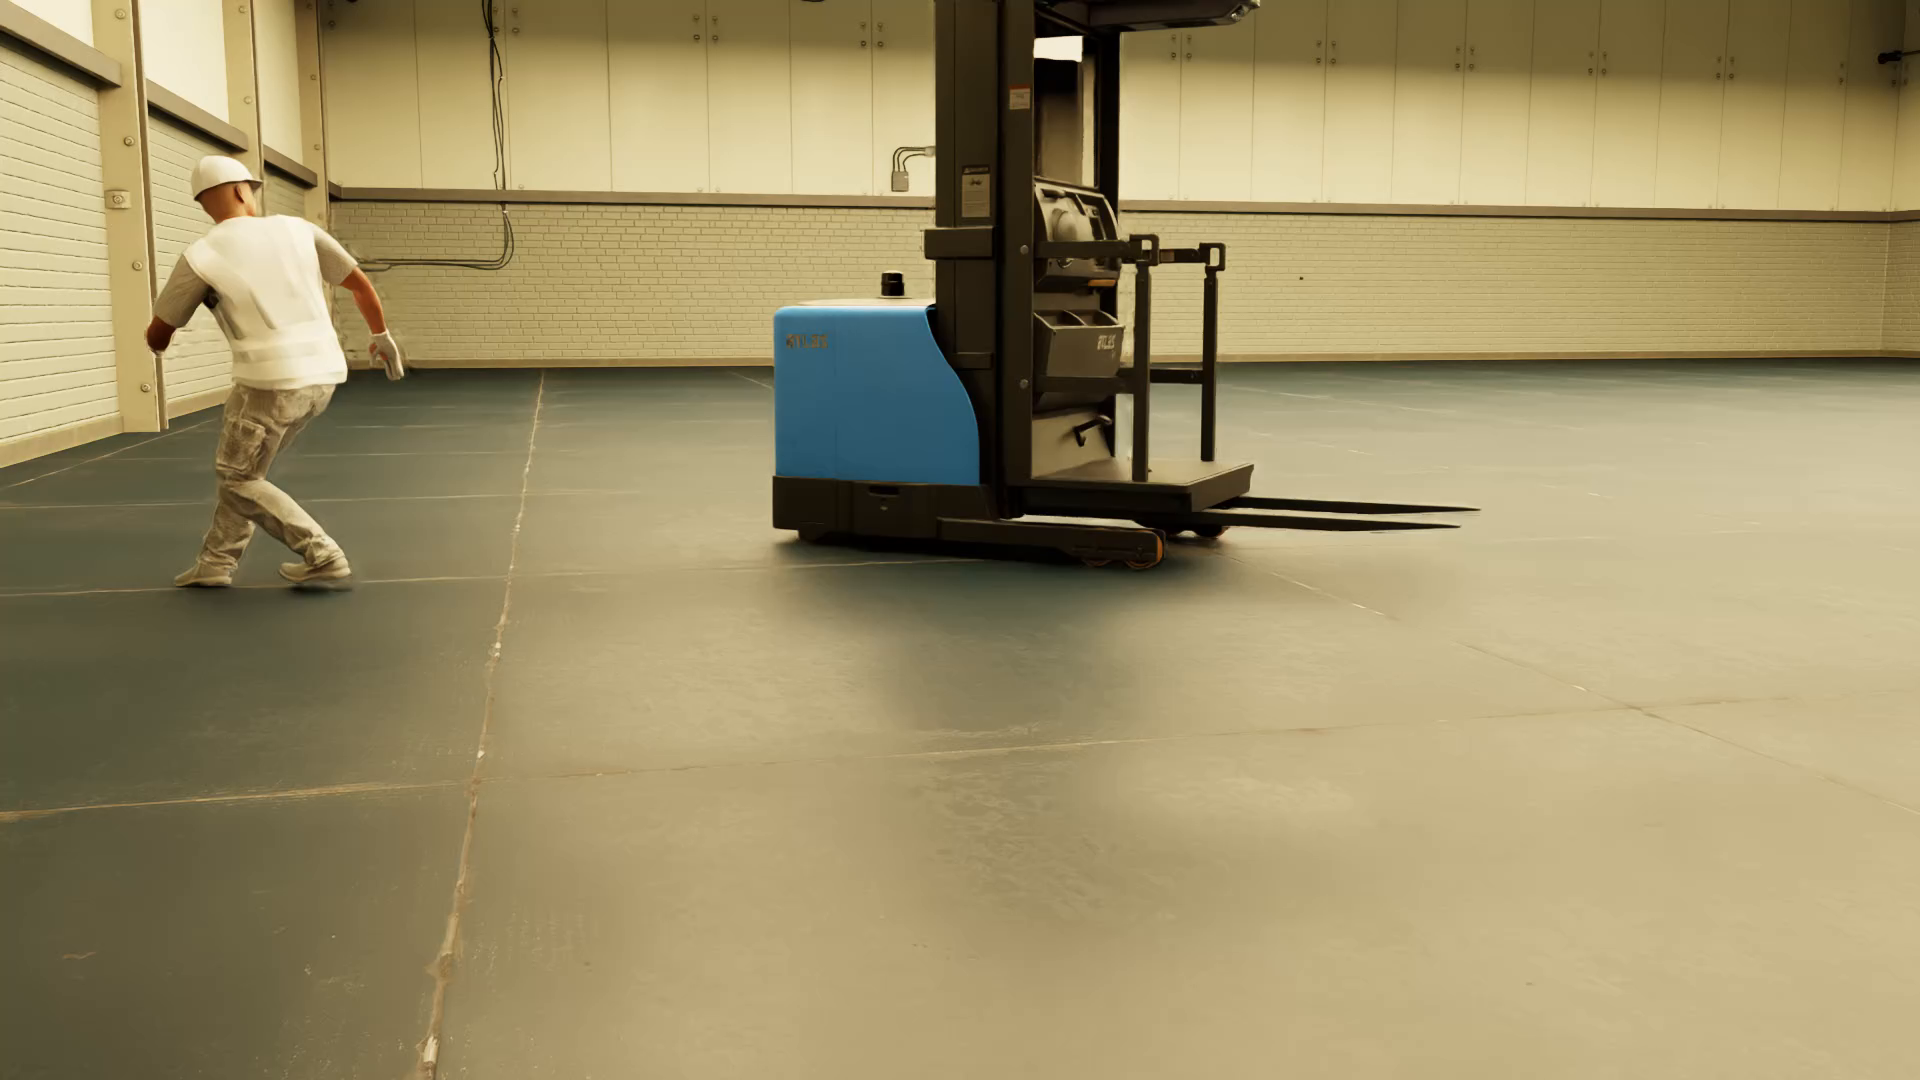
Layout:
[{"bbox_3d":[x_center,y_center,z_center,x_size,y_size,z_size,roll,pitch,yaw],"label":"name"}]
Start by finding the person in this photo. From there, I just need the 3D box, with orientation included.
[{"bbox_3d":[-2.690,-0.635,6.423,0.841,1.646,0.841,4,9,25],"label":"person"}]

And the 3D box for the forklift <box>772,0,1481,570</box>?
[{"bbox_3d":[0.702,-1.413,7.226,3.031,2.935,1.130,4,9,24],"label":"forklift"}]
